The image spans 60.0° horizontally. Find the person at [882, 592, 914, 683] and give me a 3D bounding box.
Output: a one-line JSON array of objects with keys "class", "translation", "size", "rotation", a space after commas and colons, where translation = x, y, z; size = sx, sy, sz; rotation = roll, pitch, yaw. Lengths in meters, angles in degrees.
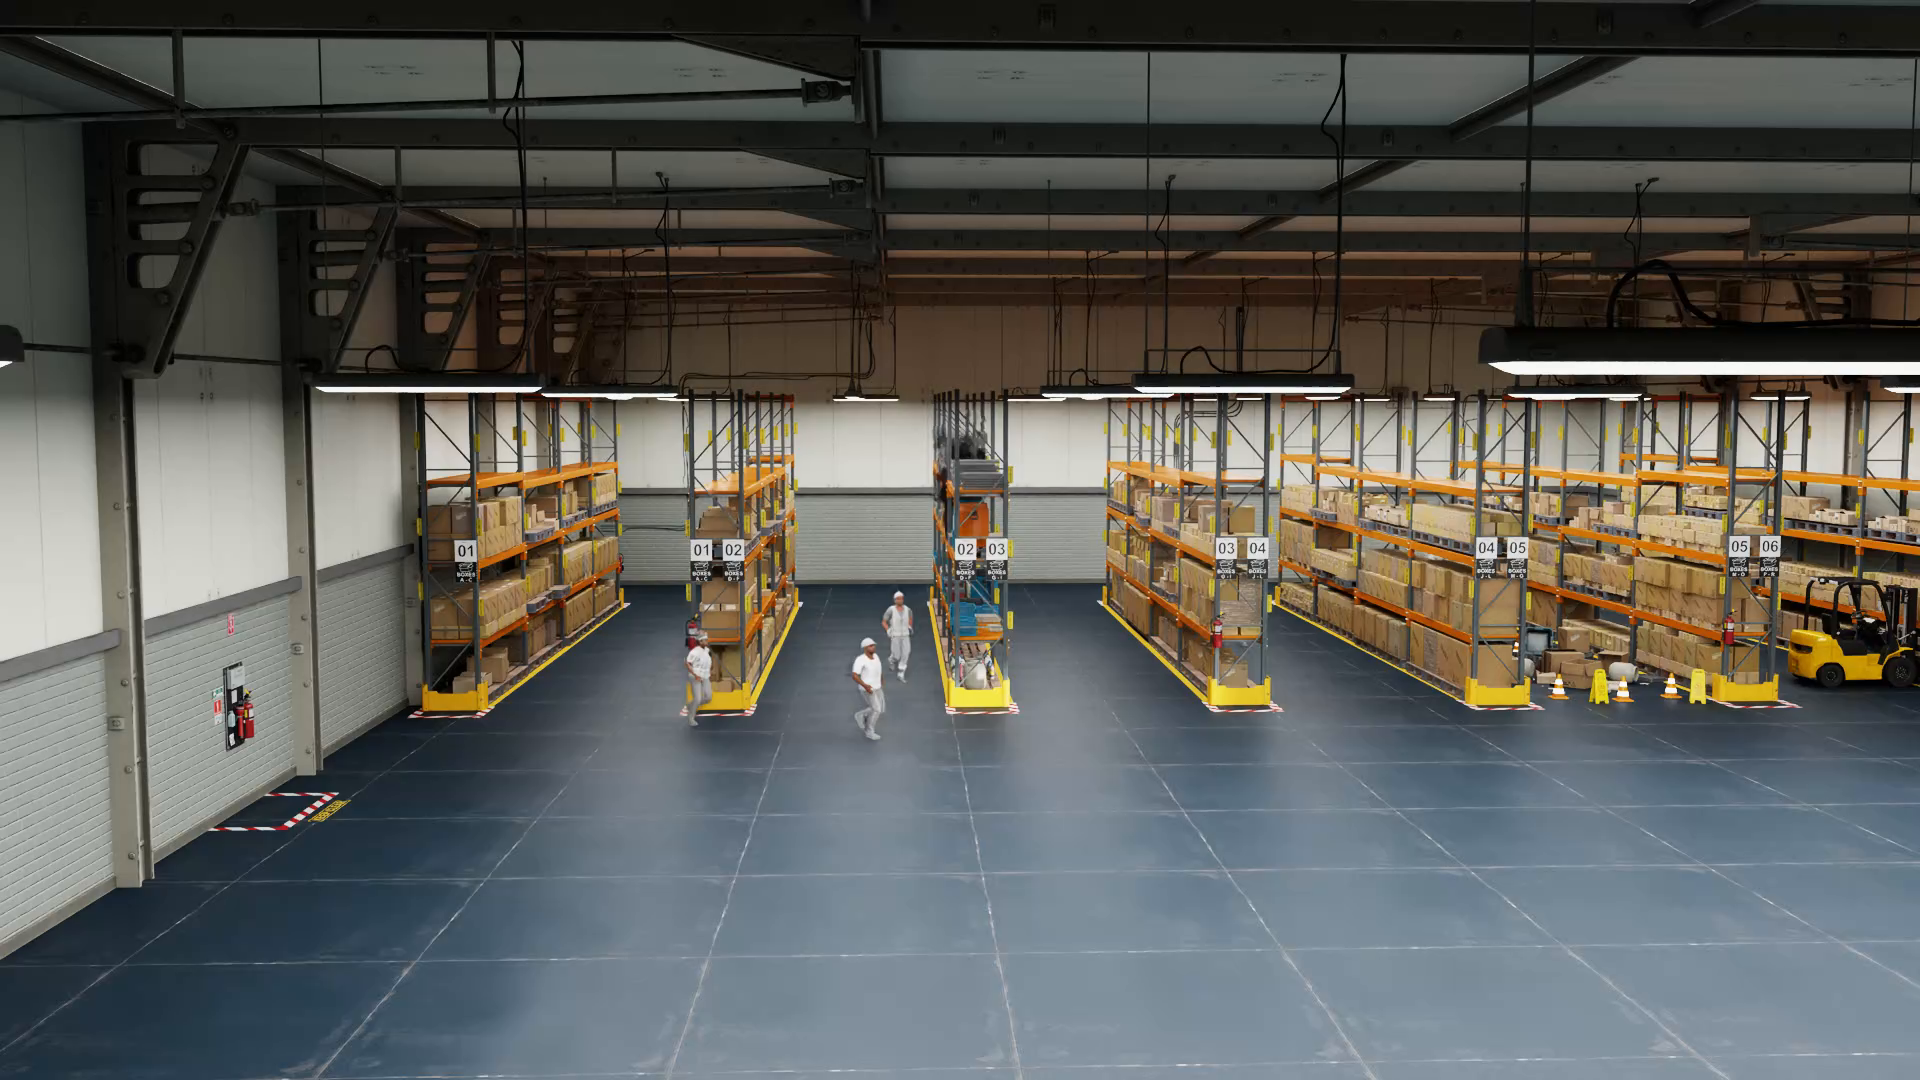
[{"class": "person", "translation": [-1.195, 1.894, 32.702], "size": [0.656, 1.760, 0.704], "rotation": [-2, 5, -20]}]

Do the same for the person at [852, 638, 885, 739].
[{"class": "person", "translation": [-1.590, 2.539, 28.556], "size": [0.561, 1.732, 0.693], "rotation": [3, 5, 30]}]

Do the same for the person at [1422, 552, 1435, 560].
[{"class": "person", "translation": [13.857, 0.886, 49.345], "size": [0.604, 1.602, 0.655], "rotation": [1, 5, 9]}]

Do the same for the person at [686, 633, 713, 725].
[{"class": "person", "translation": [-4.663, 2.481, 29.913], "size": [0.515, 1.638, 0.627], "rotation": [4, 6, 37]}]

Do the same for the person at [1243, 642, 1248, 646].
[{"class": "person", "translation": [6.755, 1.721, 39.502], "size": [0.575, 1.557, 0.678], "rotation": [0, 5, -1]}]
